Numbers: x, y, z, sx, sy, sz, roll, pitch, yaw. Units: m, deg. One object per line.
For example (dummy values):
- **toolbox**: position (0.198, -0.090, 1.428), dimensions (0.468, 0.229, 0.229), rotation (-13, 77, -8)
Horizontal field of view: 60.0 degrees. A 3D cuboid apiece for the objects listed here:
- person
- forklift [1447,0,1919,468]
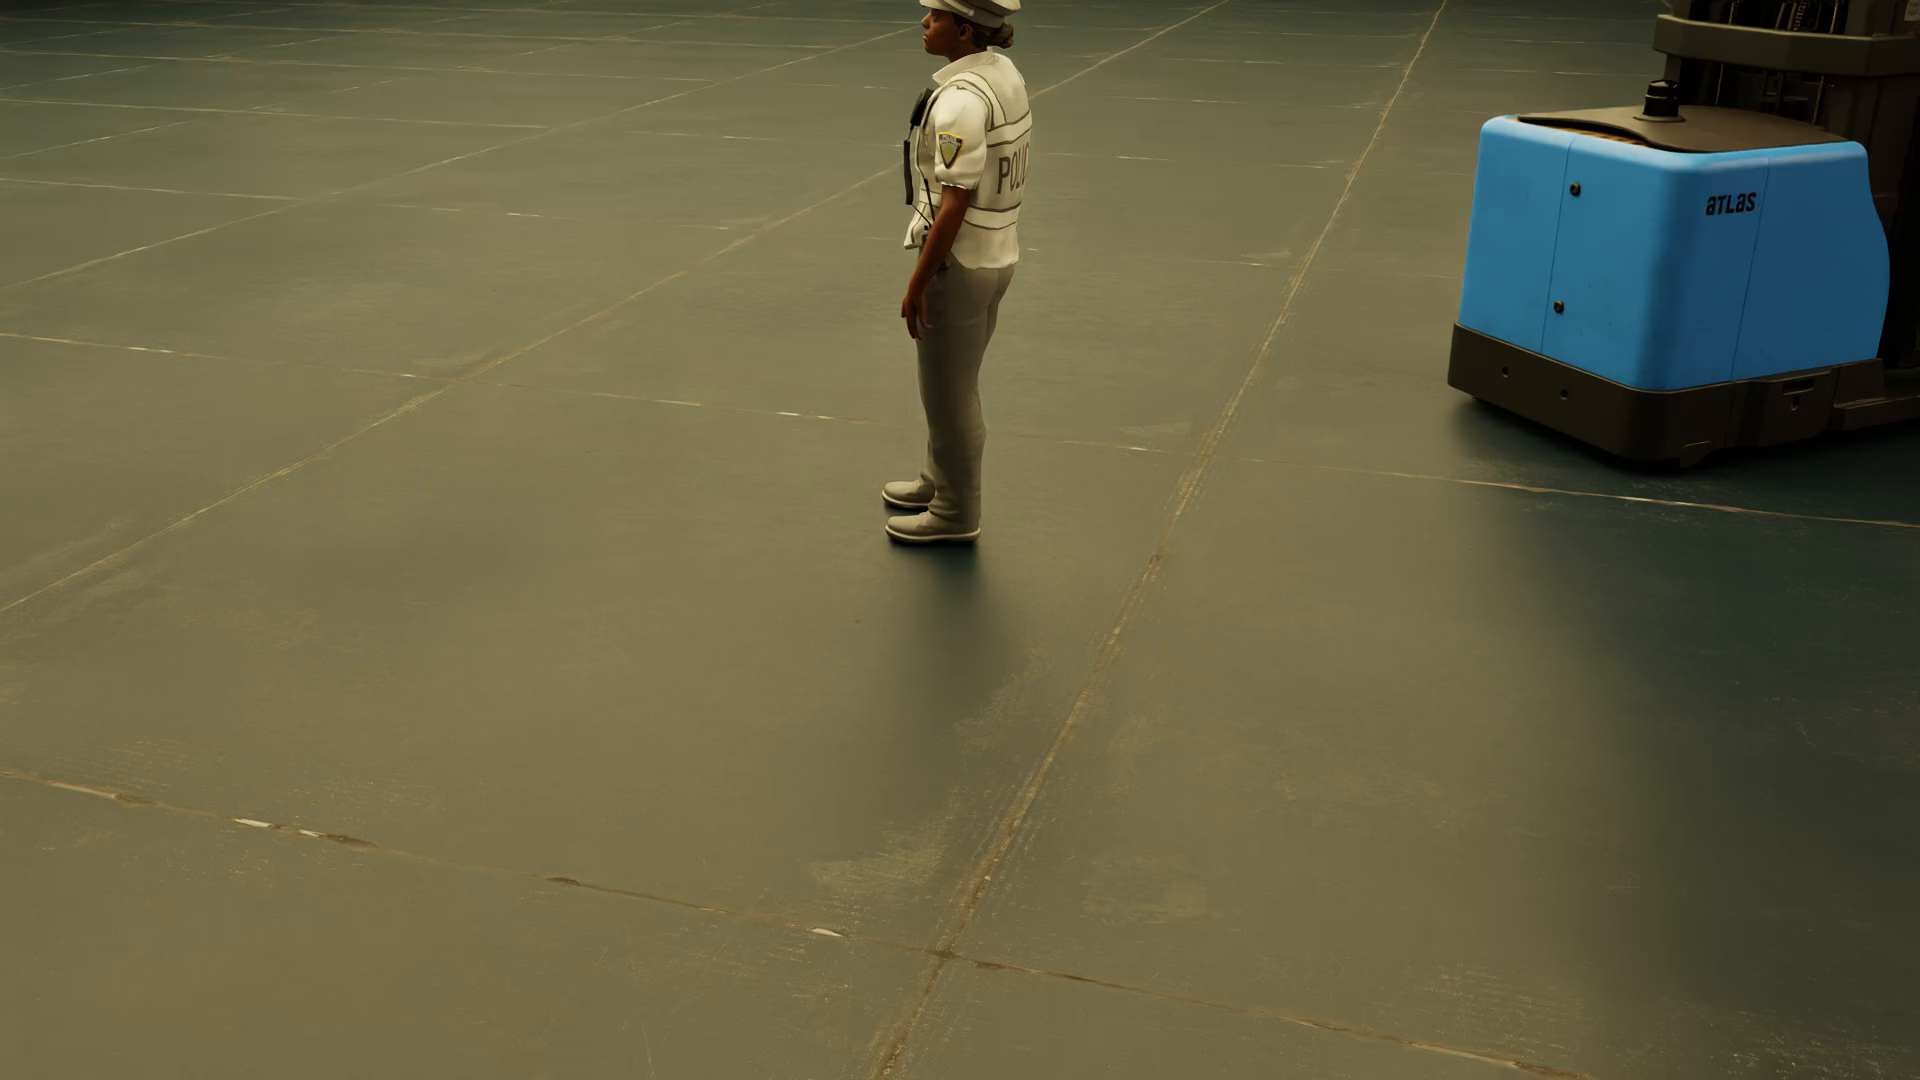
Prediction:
- **person**: position (-0.065, -0.804, 4.833), dimensions (0.530, 1.692, 0.569), rotation (7, 23, 16)
- **forklift**: position (3.435, -1.955, 6.015), dimensions (3.031, 2.935, 1.130), rotation (-10, 24, -22)
